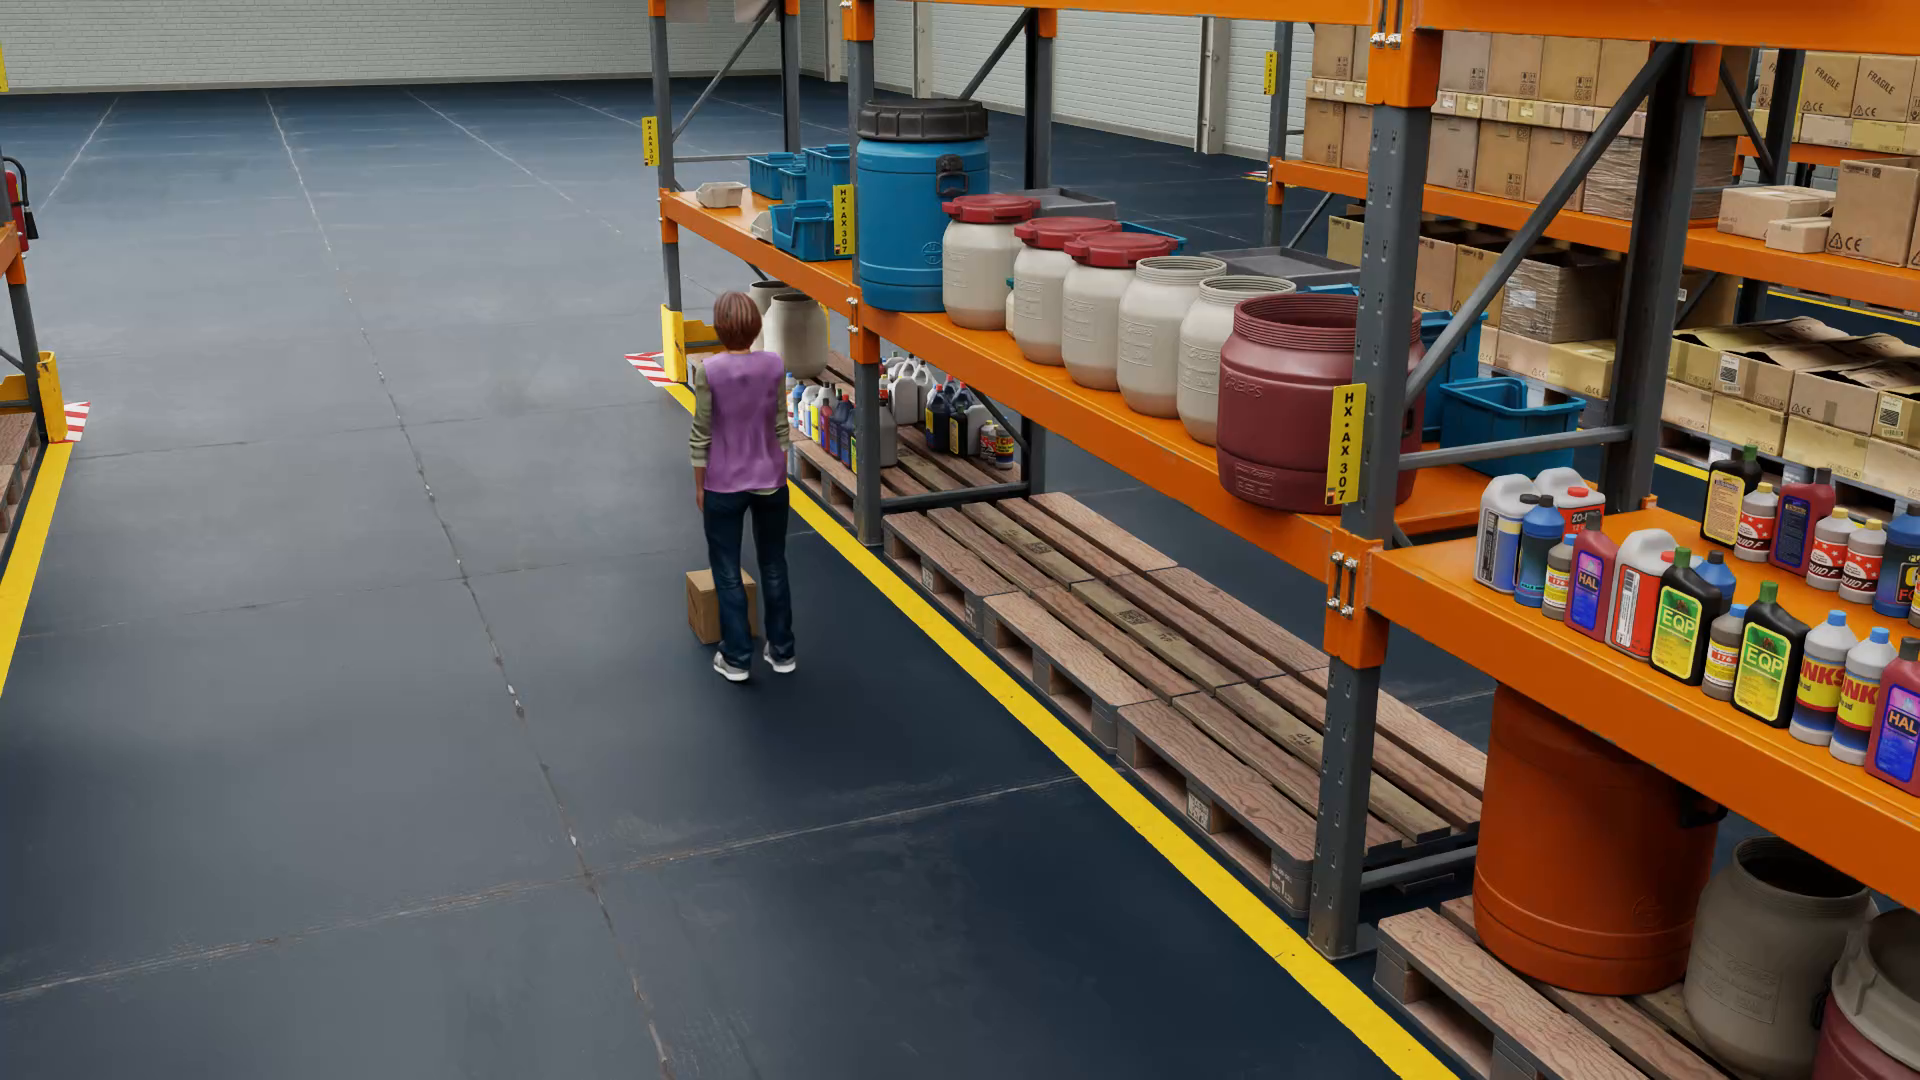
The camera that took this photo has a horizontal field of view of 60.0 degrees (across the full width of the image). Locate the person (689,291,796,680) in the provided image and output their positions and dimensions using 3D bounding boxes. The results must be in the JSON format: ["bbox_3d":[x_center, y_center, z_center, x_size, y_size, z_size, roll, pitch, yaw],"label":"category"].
[{"bbox_3d":[-0.877,-0.206,6.686,0.407,1.592,0.304,-8,21,-21],"label":"person"}]
